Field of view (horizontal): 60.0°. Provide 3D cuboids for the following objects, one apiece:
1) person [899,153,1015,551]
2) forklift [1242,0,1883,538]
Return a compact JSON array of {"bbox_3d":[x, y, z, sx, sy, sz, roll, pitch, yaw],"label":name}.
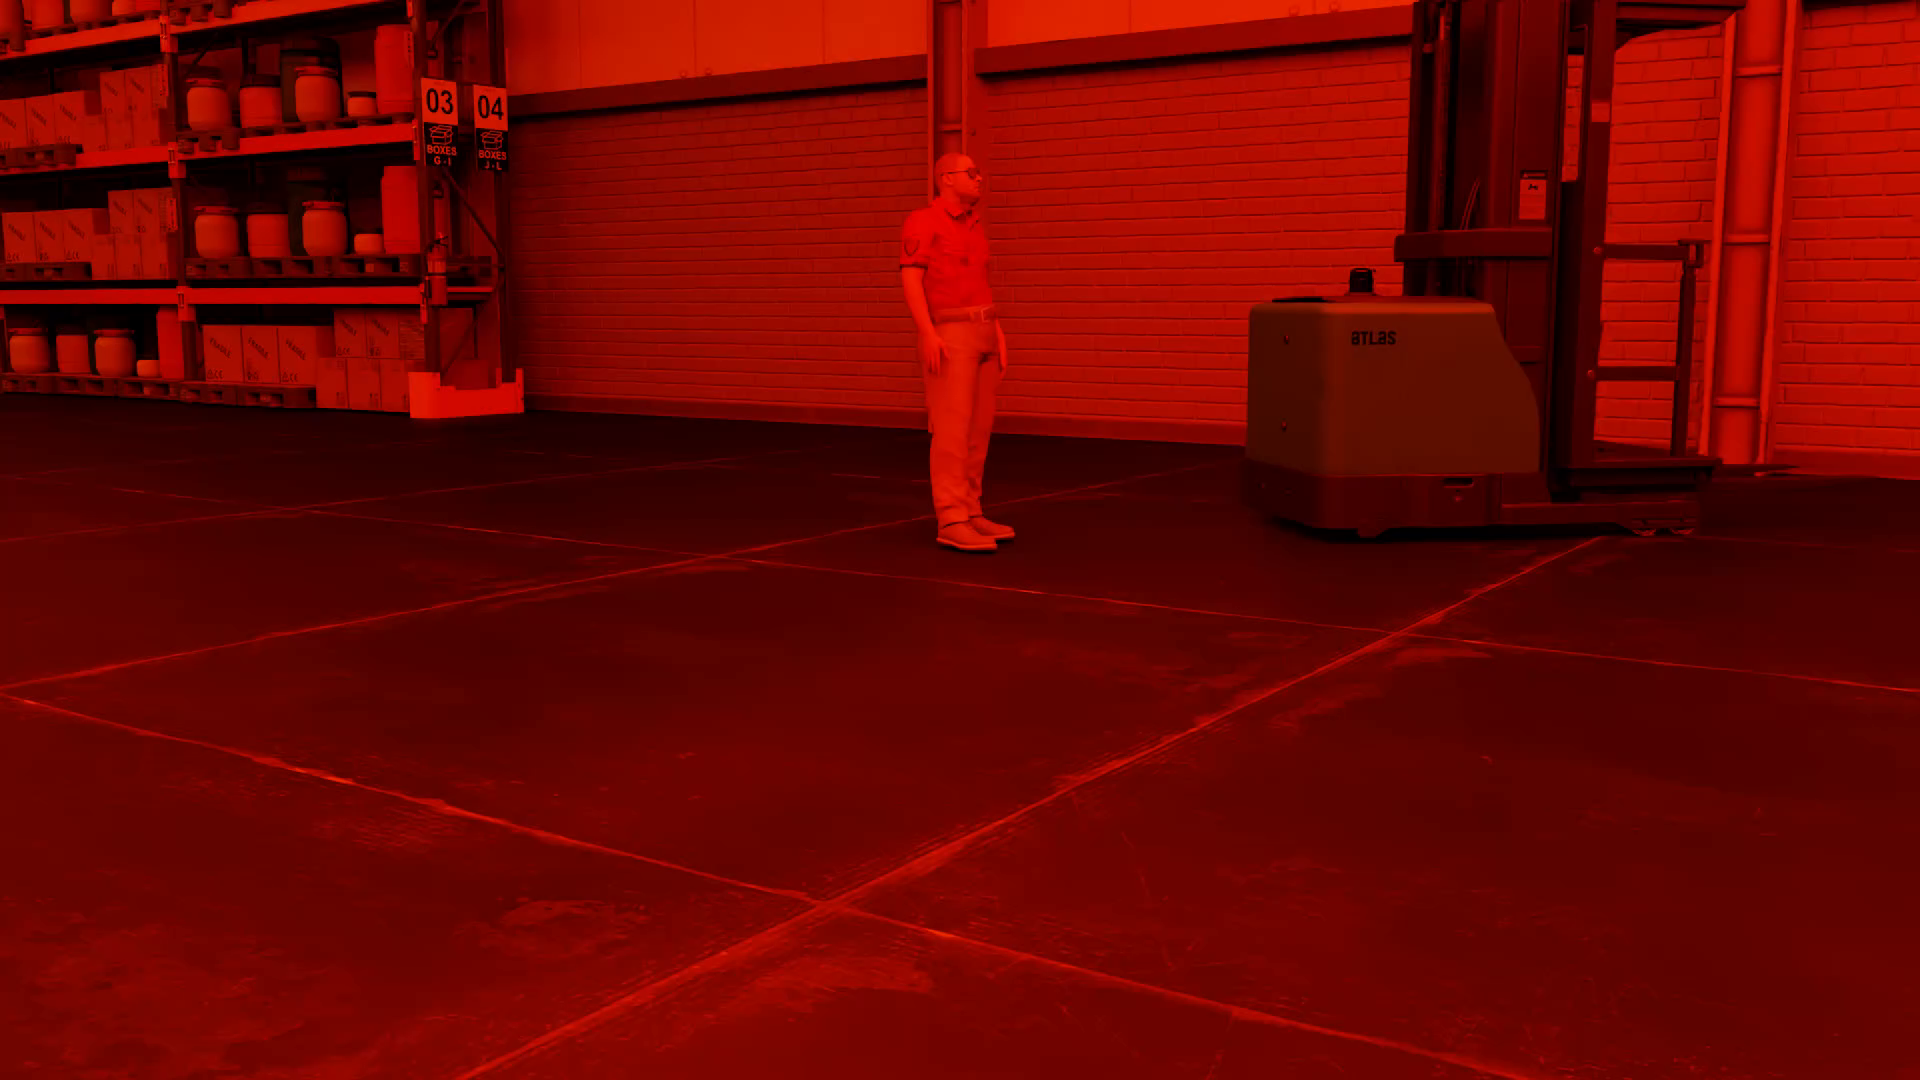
[{"bbox_3d":[0.068,-0.854,7.421,0.551,1.727,0.640,5,10,34],"label":"person"},{"bbox_3d":[2.985,-1.539,8.014,3.031,2.935,1.130,-2,8,-11],"label":"forklift"}]
